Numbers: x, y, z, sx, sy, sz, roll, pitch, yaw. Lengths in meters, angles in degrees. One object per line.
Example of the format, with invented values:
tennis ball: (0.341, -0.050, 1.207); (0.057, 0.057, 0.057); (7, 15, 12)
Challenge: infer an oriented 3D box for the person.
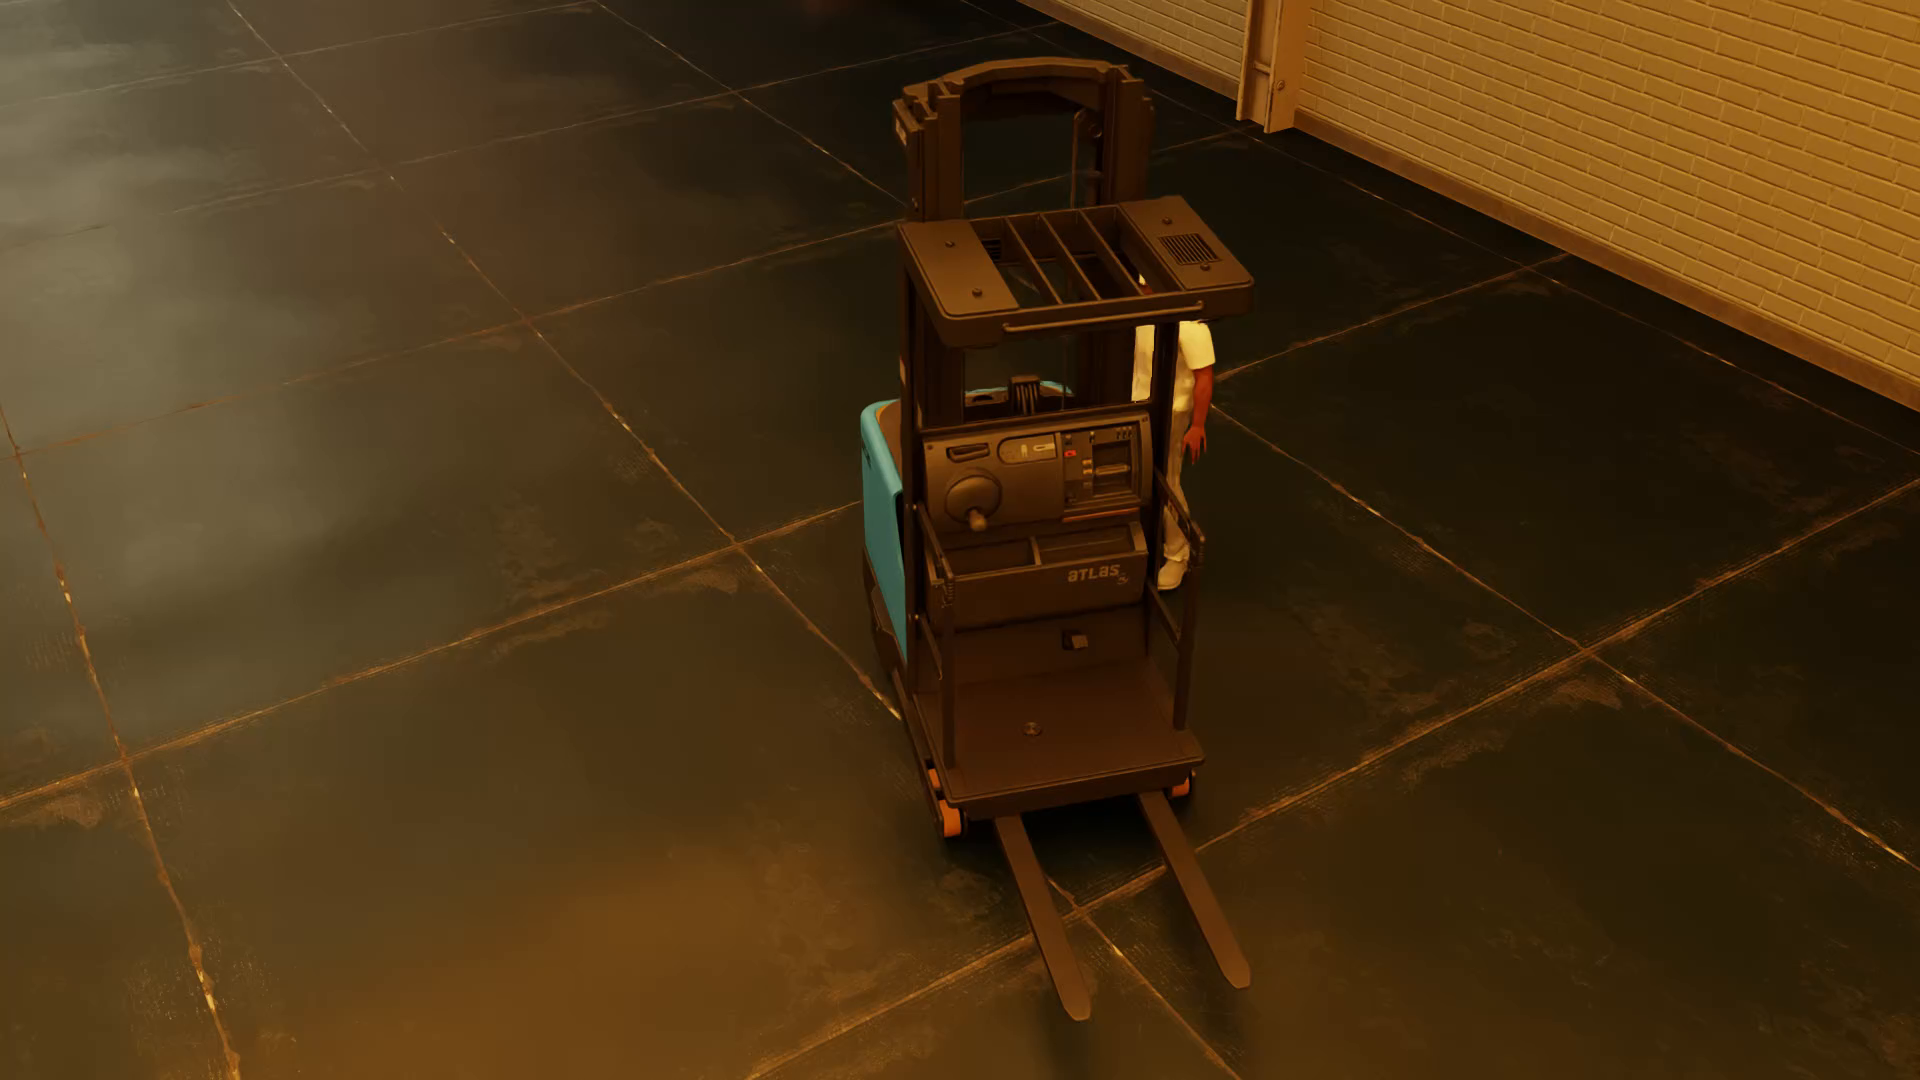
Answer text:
person: (0.945, -0.688, 8.167); (0.431, 1.735, 0.850); (-17, 38, -22)

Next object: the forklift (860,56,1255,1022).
forklift: (0.370, -0.204, 6.438); (1.130, 2.935, 3.031); (-8, 36, -11)
